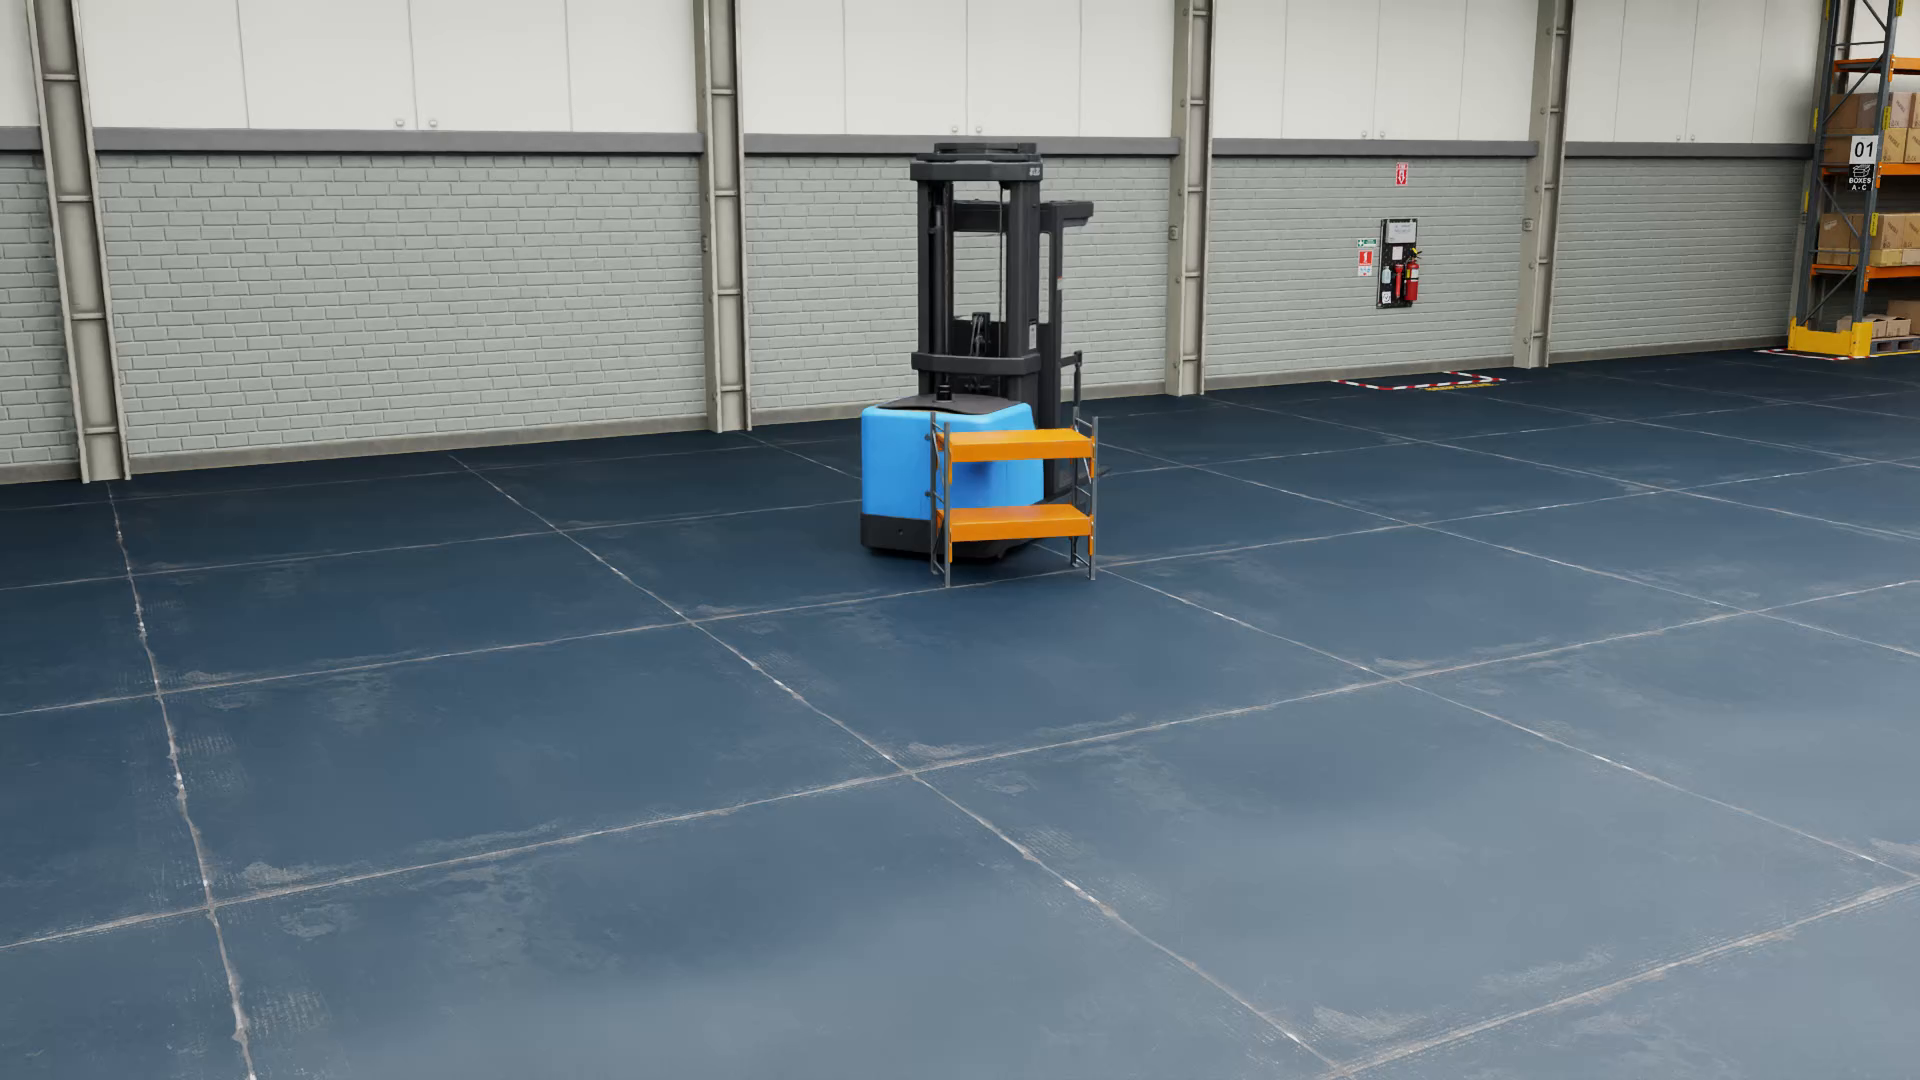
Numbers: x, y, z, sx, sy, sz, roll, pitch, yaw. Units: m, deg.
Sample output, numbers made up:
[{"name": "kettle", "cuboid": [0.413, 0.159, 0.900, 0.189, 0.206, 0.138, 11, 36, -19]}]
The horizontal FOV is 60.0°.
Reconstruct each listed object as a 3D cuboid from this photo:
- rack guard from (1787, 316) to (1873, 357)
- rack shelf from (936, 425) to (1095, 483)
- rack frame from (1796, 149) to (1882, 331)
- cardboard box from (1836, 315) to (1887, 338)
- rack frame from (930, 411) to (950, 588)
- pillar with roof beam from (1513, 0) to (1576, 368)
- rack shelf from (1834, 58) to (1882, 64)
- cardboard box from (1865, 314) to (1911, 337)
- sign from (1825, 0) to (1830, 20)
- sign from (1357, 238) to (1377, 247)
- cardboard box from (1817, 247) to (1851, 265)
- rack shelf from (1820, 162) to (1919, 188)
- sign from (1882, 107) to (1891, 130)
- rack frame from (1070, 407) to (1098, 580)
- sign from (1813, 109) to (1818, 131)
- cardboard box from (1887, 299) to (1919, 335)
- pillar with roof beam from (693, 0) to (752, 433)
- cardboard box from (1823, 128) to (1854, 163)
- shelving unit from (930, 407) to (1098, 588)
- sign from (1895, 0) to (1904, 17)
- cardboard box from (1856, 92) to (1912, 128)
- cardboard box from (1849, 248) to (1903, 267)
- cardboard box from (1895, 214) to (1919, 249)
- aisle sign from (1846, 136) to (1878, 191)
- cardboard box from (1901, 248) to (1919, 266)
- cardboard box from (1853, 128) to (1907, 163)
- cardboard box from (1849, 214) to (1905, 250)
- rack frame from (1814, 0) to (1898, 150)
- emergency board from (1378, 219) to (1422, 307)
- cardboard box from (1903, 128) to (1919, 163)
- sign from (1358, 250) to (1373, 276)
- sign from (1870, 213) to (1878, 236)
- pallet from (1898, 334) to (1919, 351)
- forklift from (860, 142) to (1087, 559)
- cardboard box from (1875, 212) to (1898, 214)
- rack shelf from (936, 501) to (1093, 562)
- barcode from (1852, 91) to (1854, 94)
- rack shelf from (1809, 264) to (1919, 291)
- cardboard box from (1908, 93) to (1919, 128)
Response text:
[{"name": "rack guard", "cuboid": [13.187, -3.094, 25.219, 0.348, 0.500, 1.175, -7, 14, -28]}, {"name": "rack shelf", "cuboid": [0.361, -0.588, 11.328, 1.000, 0.278, 0.538, -3, 13, -12]}, {"name": "rack frame", "cuboid": [13.120, -4.306, 24.909, 0.127, 3.000, 1.000, -7, 14, -28]}, {"name": "cardboard box", "cuboid": [13.771, -3.264, 25.402, 0.500, 0.311, 0.500, -9, 15, -34]}, {"name": "rack frame", "cuboid": [-0.136, -0.279, 11.286, 0.032, 1.125, 0.500, -3, 13, -12]}, {"name": "pillar with roof beam", "cuboid": [10.117, -6.012, 18.827, 0.400, 9.000, 9.100, -7, 14, -28]}, {"name": "rack shelf", "cuboid": [14.876, -7.220, 25.235, 3.809, 0.052, 0.919, -7, 14, -28]}, {"name": "cardboard box", "cuboid": [14.271, -3.324, 25.668, 0.500, 0.311, 0.500, -6, 14, -23]}, {"name": "sign", "cuboid": [12.872, -7.874, 24.615, 0.005, 0.325, 0.100, -7, 14, -28]}, {"name": "sign", "cuboid": [5.340, -3.898, 21.812, 0.331, 0.109, 0.001, -7, 14, -28]}, {"name": "cardboard box", "cuboid": [13.438, -4.329, 25.307, 0.500, 0.250, 0.500, -7, 14, -27]}, {"name": "rack shelf", "cuboid": [14.876, -5.628, 25.593, 4.000, 0.370, 1.077, -7, 14, -28]}, {"name": "sign", "cuboid": [13.381, -6.091, 24.019, 0.005, 0.325, 0.100, -7, 14, -28]}, {"name": "rack frame", "cuboid": [0.857, -0.327, 11.499, 0.032, 1.125, 0.500, -3, 13, -12]}, {"name": "sign", "cuboid": [12.872, -6.310, 24.967, 0.005, 0.325, 0.100, -7, 14, -28]}, {"name": "cardboard box", "cuboid": [14.939, -3.484, 25.948, 0.500, 0.500, 0.700, -8, 15, -31]}, {"name": "pillar with roof beam", "cuboid": [-0.416, -4.749, 13.217, 0.400, 9.000, 9.100, -7, 14, -28]}, {"name": "cardboard box", "cuboid": [13.365, -5.920, 24.978, 0.500, 0.500, 0.500, -6, 14, -24]}, {"name": "shelving unit", "cuboid": [0.361, -0.303, 11.393, 1.048, 1.125, 0.538, -3, 13, -12]}, {"name": "sign", "cuboid": [13.380, -7.622, 23.674, 0.005, 0.325, 0.100, -7, 14, -28]}, {"name": "cardboard box", "cuboid": [13.575, -6.309, 24.429, 0.500, 0.500, 0.500, -8, 15, -32]}, {"name": "cardboard box", "cuboid": [13.701, -4.232, 24.879, 0.500, 0.250, 0.500, -7, 15, -29]}, {"name": "cardboard box", "cuboid": [14.122, -4.650, 25.029, 0.500, 0.500, 0.500, -7, 14, -28]}, {"name": "aisle sign", "cuboid": [13.201, -5.508, 24.333, 0.004, 0.787, 0.394, -7, 14, -28]}, {"name": "cardboard box", "cuboid": [14.150, -4.290, 25.134, 0.500, 0.250, 0.500, -7, 15, -30]}, {"name": "cardboard box", "cuboid": [13.534, -5.814, 24.508, 0.500, 0.500, 0.500, -6, 14, -26]}, {"name": "cardboard box", "cuboid": [13.683, -4.600, 24.806, 0.500, 0.500, 0.500, -7, 14, -28]}, {"name": "rack frame", "cuboid": [13.120, -7.232, 24.250, 0.127, 3.000, 1.000, -7, 14, -28]}, {"name": "emergency board", "cuboid": [5.870, -3.662, 22.050, 0.636, 1.158, 0.192, -7, 14, -28]}, {"name": "cardboard box", "cuboid": [14.022, -5.864, 24.729, 0.500, 0.500, 0.500, -6, 14, -24]}, {"name": "sign", "cuboid": [5.332, -3.641, 21.875, 0.234, 0.329, 0.001, -7, 14, -28]}, {"name": "sign", "cuboid": [13.381, -4.623, 24.349, 0.005, 0.325, 0.100, -7, 14, -28]}, {"name": "pallet", "cuboid": [14.987, -3.159, 26.166, 1.213, 0.211, 1.003, -7, 14, -28]}, {"name": "forklift", "cuboid": [0.362, -1.573, 12.922, 1.130, 2.935, 3.031, 6, 14, 25]}, {"name": "cardboard box", "cuboid": [14.331, -4.805, 25.715, 0.500, 0.500, 0.500, -7, 15, -29]}, {"name": "rack shelf", "cuboid": [0.361, -0.064, 11.446, 1.000, 0.278, 0.538, -3, 13, -12]}, {"name": "barcode", "cuboid": [13.504, -6.769, 25.153, 0.075, 0.075, 0.001, -7, 14, -28]}, {"name": "rack shelf", "cuboid": [14.876, -4.165, 25.923, 4.000, 0.370, 1.077, -7, 14, -28]}, {"name": "cardboard box", "cuboid": [14.039, -6.352, 24.620, 0.500, 0.500, 0.500, -7, 14, -29]}]
